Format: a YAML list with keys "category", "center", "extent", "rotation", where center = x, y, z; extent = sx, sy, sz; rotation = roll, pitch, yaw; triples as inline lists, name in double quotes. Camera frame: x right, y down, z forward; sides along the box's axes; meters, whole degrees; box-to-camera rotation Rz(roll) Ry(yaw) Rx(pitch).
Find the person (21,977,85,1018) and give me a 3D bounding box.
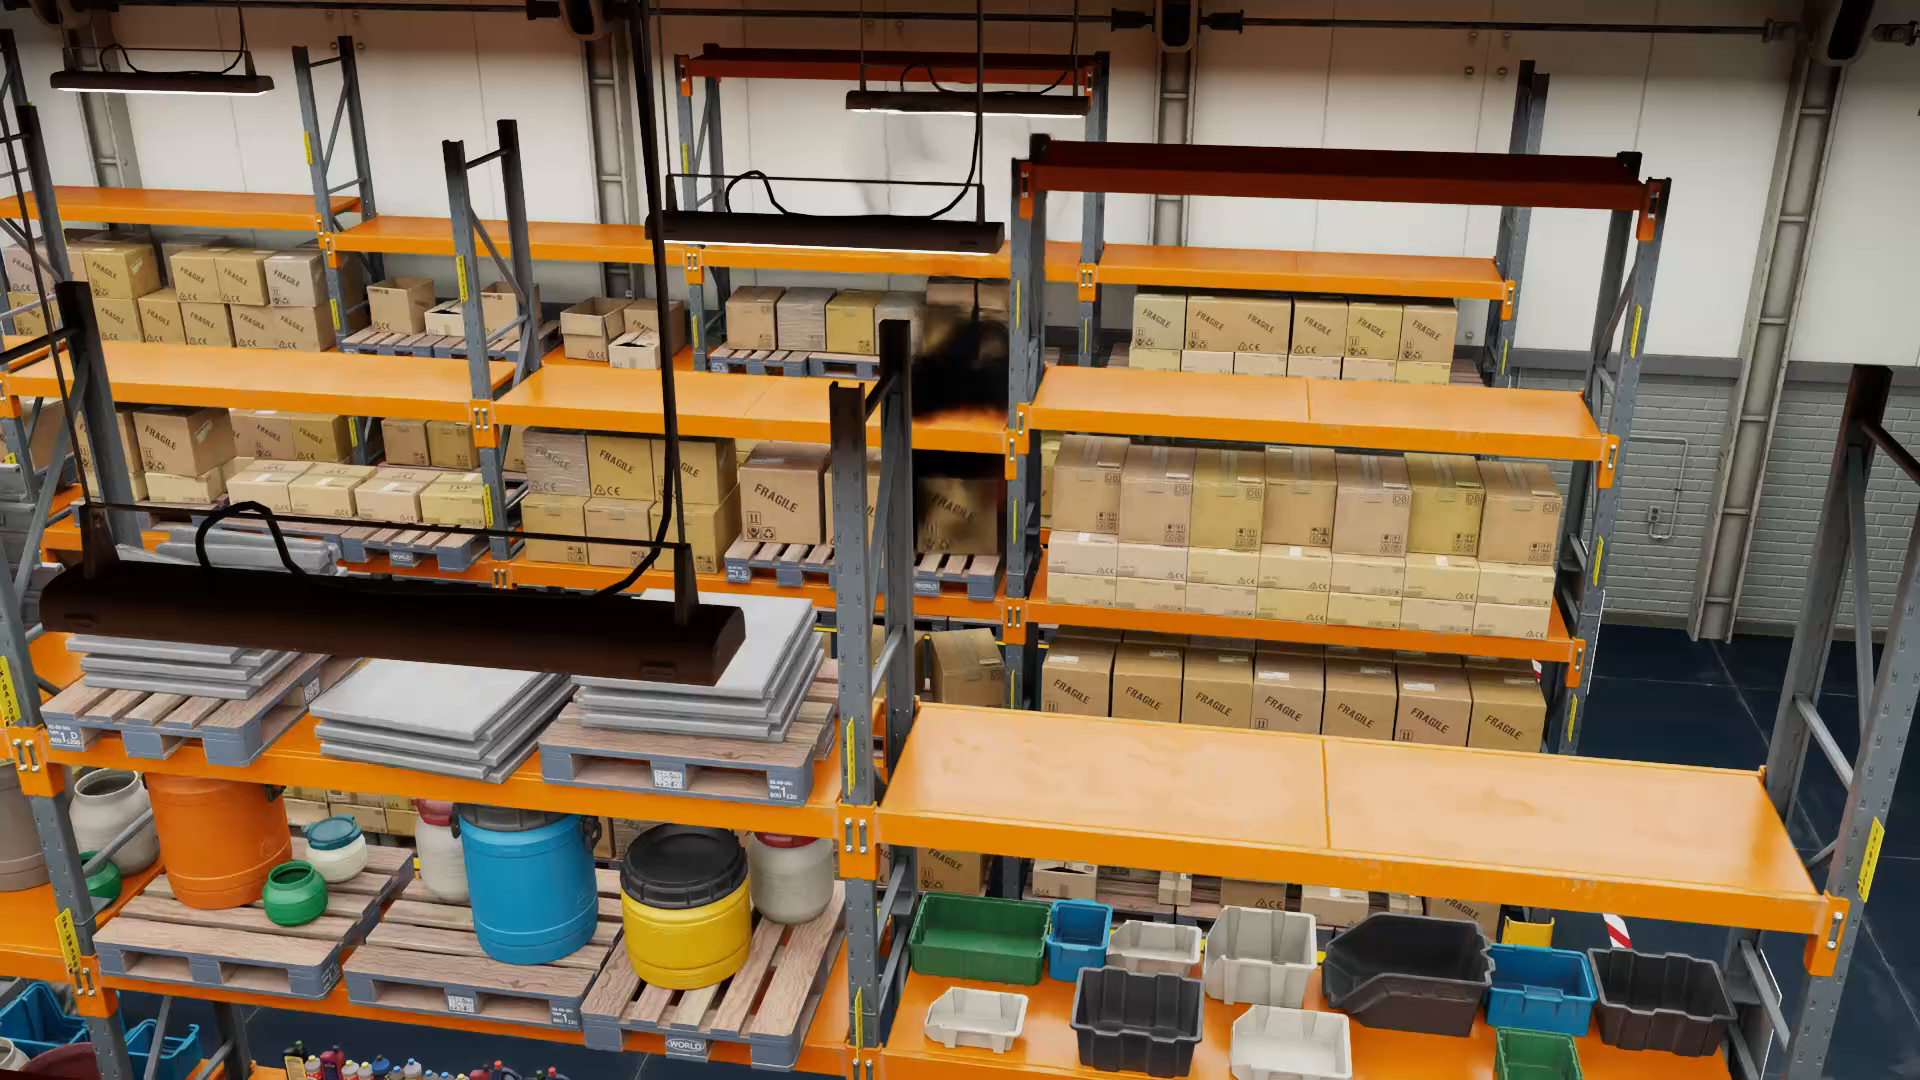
- category: "person"
  center: [-6.550, 2.689, 11.787]
  extent: [0.748, 1.731, 0.703]
  rotation: [4, 23, 8]
